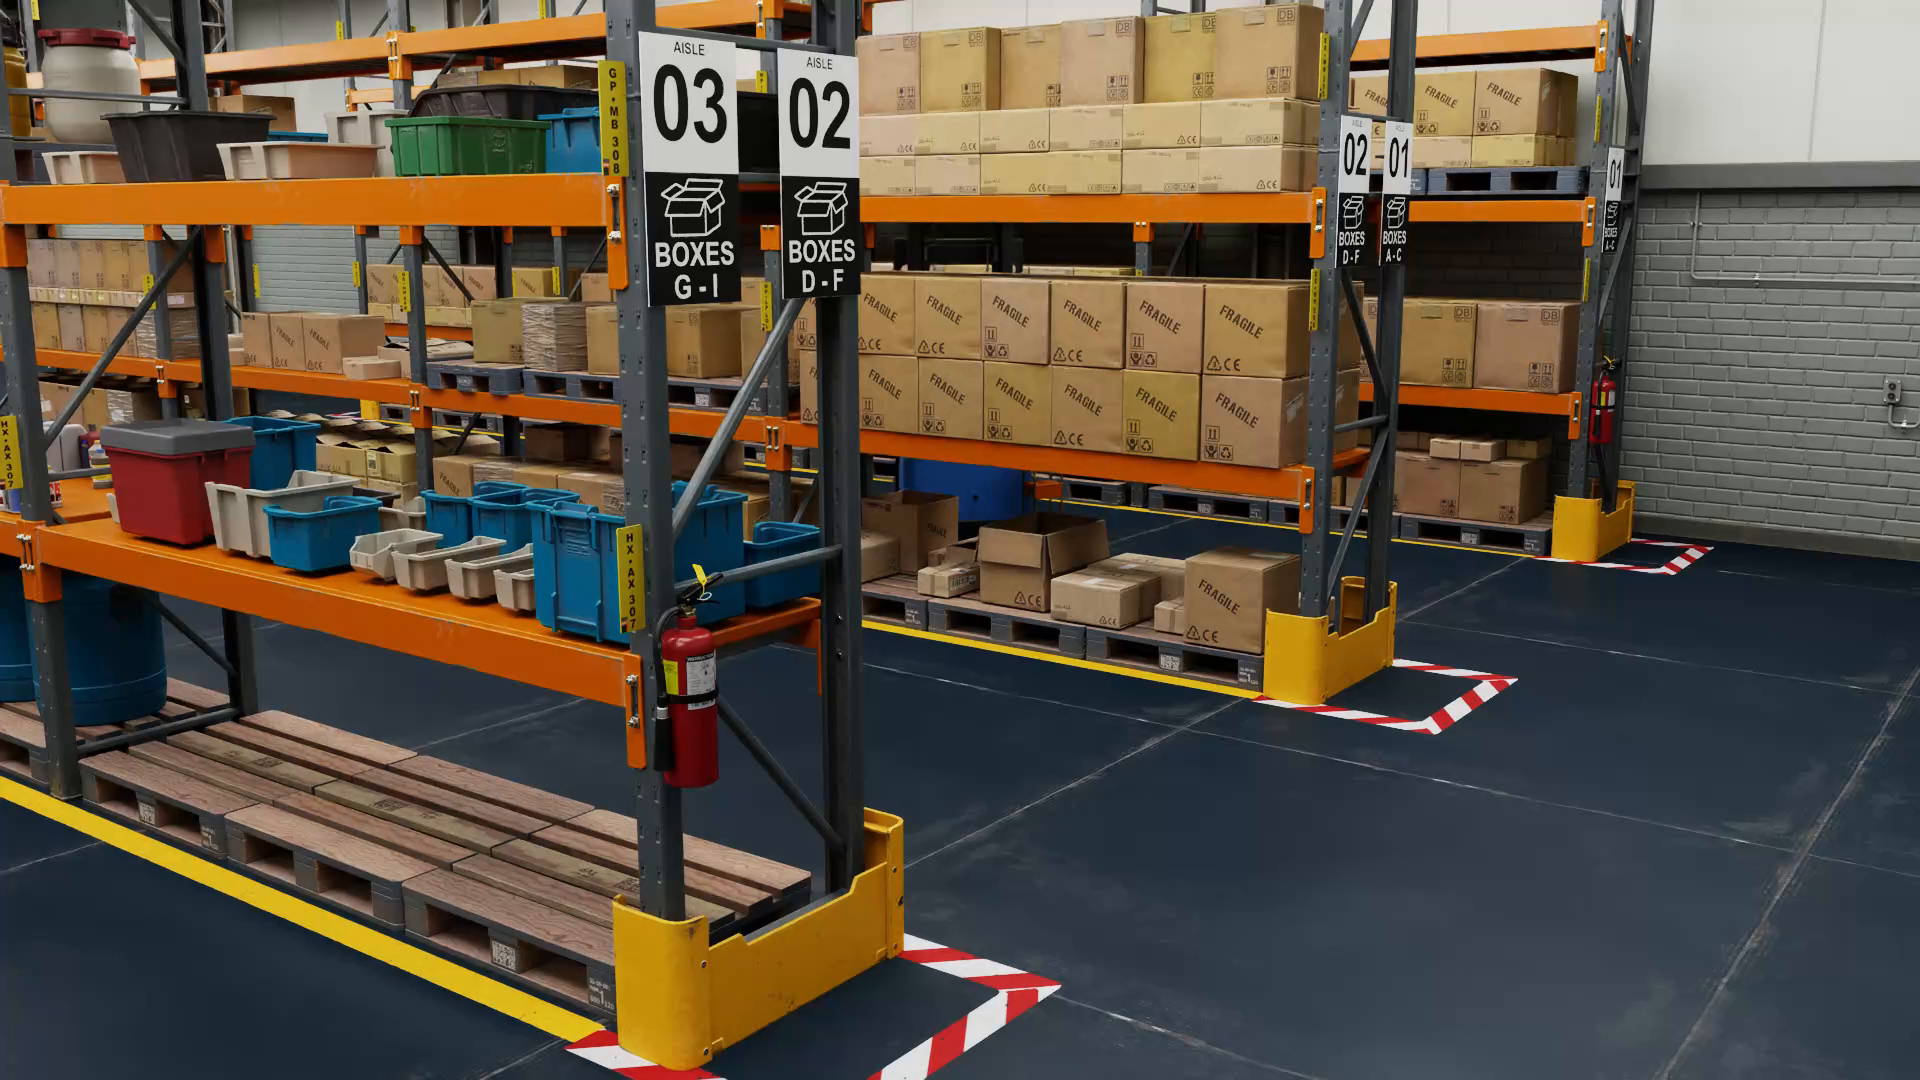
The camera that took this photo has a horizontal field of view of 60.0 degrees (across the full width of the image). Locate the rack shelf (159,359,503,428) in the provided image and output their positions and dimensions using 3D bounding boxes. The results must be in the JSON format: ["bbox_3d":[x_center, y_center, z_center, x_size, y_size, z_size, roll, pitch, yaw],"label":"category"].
[{"bbox_3d":[-5.818,-1.416,15.344,4.000,0.370,1.077,8,13,36],"label":"rack shelf"}]

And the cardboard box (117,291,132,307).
[{"bbox_3d":[-8.187,-2.416,16.651,0.250,0.149,0.380,7,13,34],"label":"cardboard box"}]

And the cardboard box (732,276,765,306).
[{"bbox_3d":[-2.128,-2.678,18.553,0.500,0.500,0.700,6,13,30],"label":"cardboard box"}]

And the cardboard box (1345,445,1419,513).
[{"bbox_3d":[3.739,-0.558,14.494,0.500,0.500,0.700,7,13,34],"label":"cardboard box"}]

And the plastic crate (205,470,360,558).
[{"bbox_3d":[-2.795,-0.108,6.844,0.530,0.282,0.437,8,13,36],"label":"plastic crate"}]

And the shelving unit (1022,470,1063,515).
[{"bbox_3d":[0.649,-0.353,13.091,0.252,1.050,0.215,-5,12,-25],"label":"shelving unit"}]

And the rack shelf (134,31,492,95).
[{"bbox_3d":[-5.818,-4.165,14.812,4.000,0.370,1.077,8,13,36],"label":"rack shelf"}]

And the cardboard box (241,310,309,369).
[{"bbox_3d":[-6.396,-1.895,15.663,0.500,0.500,0.500,9,14,40],"label":"cardboard box"}]

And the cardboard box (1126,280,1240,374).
[{"bbox_3d":[1.313,-1.249,9.694,0.500,0.500,0.500,8,14,37],"label":"cardboard box"}]

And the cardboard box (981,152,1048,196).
[{"bbox_3d":[0.471,-2.232,10.167,0.500,0.250,0.500,8,13,36],"label":"cardboard box"}]

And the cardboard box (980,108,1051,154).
[{"bbox_3d":[0.466,-2.476,10.112,0.500,0.250,0.500,8,13,36],"label":"cardboard box"}]

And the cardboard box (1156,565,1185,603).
[{"bbox_3d":[1.569,0.329,10.515,0.500,0.250,0.500,8,13,36],"label":"cardboard box"}]

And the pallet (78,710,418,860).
[{"bbox_3d":[-3.301,1.109,7.740,1.213,0.211,1.003,8,13,36],"label":"pallet"}]

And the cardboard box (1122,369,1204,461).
[{"bbox_3d":[1.300,-0.760,9.799,0.500,0.500,0.500,8,14,36],"label":"cardboard box"}]

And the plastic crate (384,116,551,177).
[{"bbox_3d":[-1.657,-1.323,5.629,0.336,0.188,0.450,8,13,36],"label":"plastic crate"}]

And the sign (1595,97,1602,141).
[{"bbox_3d":[4.839,-3.190,12.604,0.005,0.325,0.100,8,13,36],"label":"sign"}]

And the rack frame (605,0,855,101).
[{"bbox_3d":[-0.693,-2.832,4.977,0.127,3.000,1.000,8,13,36],"label":"rack frame"}]

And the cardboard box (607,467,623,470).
[{"bbox_3d":[-2.470,-0.347,13.350,0.500,0.500,0.500,7,13,33],"label":"cardboard box"}]

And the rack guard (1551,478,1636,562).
[{"bbox_3d":[5.190,-0.173,13.610,0.348,0.500,1.175,8,13,36],"label":"rack guard"}]

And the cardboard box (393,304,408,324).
[{"bbox_3d":[-7.093,-2.979,21.872,0.500,0.250,0.500,7,13,34],"label":"cardboard box"}]

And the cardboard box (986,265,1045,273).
[{"bbox_3d":[0.602,-2.556,16.271,0.500,0.250,0.500,8,14,37],"label":"cardboard box"}]

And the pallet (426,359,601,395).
[{"bbox_3d":[-3.618,-1.384,13.794,1.003,0.211,1.213,8,13,36],"label":"pallet"}]

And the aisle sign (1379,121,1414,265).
[{"bbox_3d":[2.471,-1.958,9.410,0.004,0.787,0.394,8,13,36],"label":"aisle sign"}]

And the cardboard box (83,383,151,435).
[{"bbox_3d":[-8.735,-1.350,17.272,0.500,0.500,0.500,8,13,36],"label":"cardboard box"}]

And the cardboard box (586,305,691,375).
[{"bbox_3d":[-2.443,-1.539,12.718,0.500,0.500,0.700,4,12,21],"label":"cardboard box"}]

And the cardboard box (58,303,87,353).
[{"bbox_3d":[-9.036,-2.264,17.574,0.500,0.500,0.700,8,14,37],"label":"cardboard box"}]

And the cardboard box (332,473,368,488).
[{"bbox_3d":[-5.192,-0.479,14.744,0.500,0.250,0.500,8,13,35],"label":"cardboard box"}]

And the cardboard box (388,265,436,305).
[{"bbox_3d":[-7.126,-3.350,21.816,0.500,0.500,0.500,8,14,36],"label":"cardboard box"}]

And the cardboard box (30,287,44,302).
[{"bbox_3d":[-9.632,-2.618,17.695,0.250,0.149,0.380,7,13,34],"label":"cardboard box"}]

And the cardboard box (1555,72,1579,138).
[{"bbox_3d":[4.726,-3.545,13.611,0.500,0.500,0.500,7,13,33],"label":"cardboard box"}]

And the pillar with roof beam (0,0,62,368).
[{"bbox_3d":[-18.869,-6.891,25.960,0.548,9.000,9.100,8,13,36],"label":"pillar with roof beam"}]

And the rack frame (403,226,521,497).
[{"bbox_3d":[-4.206,-1.544,14.114,0.127,3.000,1.000,8,13,36],"label":"rack frame"}]

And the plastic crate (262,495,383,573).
[{"bbox_3d":[-2.500,-0.026,6.548,0.300,0.233,0.416,8,13,36],"label":"plastic crate"}]

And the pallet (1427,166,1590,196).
[{"bbox_3d":[4.567,-2.914,13.533,1.213,0.211,1.003,8,13,36],"label":"pallet"}]

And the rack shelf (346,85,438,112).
[{"bbox_3d":[-6.113,-5.568,21.021,4.000,0.370,1.077,8,13,36],"label":"rack shelf"}]

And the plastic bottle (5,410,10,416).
[{"bbox_3d":[-5.281,-0.593,9.329,0.185,0.351,0.144,8,13,36],"label":"plastic bottle"}]

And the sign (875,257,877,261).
[{"bbox_3d":[-0.951,-2.957,18.367,0.005,0.325,0.100,8,13,36],"label":"sign"}]

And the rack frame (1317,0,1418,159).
[{"bbox_3d":[2.242,-3.590,8.895,0.127,3.000,1.000,8,13,36],"label":"rack frame"}]

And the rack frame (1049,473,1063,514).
[{"bbox_3d":[0.759,-0.363,13.143,0.008,1.050,0.200,-5,12,-25],"label":"rack frame"}]

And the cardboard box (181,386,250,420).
[{"bbox_3d":[-7.619,-1.318,17.106,0.500,0.500,0.500,8,13,36],"label":"cardboard box"}]

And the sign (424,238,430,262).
[{"bbox_3d":[-7.380,-4.009,22.972,0.005,0.325,0.100,8,13,36],"label":"sign"}]

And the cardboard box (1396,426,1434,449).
[{"bbox_3d":[3.951,-0.894,14.523,0.250,0.149,0.380,8,14,36],"label":"cardboard box"}]

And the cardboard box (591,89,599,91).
[{"bbox_3d":[-2.421,-3.089,12.569,0.600,0.600,0.600,7,13,33],"label":"cardboard box"}]

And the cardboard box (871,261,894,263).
[{"bbox_3d":[-0.758,-2.865,17.867,0.500,0.250,0.500,8,14,37],"label":"cardboard box"}]

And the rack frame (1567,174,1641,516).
[{"bbox_3d":[5.171,-1.403,13.387,0.127,3.000,1.000,8,13,36],"label":"rack frame"}]

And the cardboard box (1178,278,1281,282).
[{"bbox_3d":[1.615,-1.332,10.124,0.500,0.500,0.500,8,14,36],"label":"cardboard box"}]

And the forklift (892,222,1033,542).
[{"bbox_3d":[-0.030,-1.571,14.431,1.130,2.935,3.031,-1,11,-4],"label":"forklift"}]

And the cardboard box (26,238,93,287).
[{"bbox_3d":[-9.816,-3.011,18.017,0.500,0.500,0.700,8,13,34],"label":"cardboard box"}]

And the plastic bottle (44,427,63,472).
[{"bbox_3d":[-4.901,-0.467,8.872,0.135,0.276,0.152,8,13,36],"label":"plastic bottle"}]

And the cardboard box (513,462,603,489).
[{"bbox_3d":[-3.182,-0.323,13.223,0.500,0.500,0.500,8,13,35],"label":"cardboard box"}]

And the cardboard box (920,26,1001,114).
[{"bbox_3d":[0.158,-2.925,10.459,0.500,0.500,0.700,8,13,36],"label":"cardboard box"}]

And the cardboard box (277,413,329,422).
[{"bbox_3d":[-6.511,-1.066,16.300,0.500,0.311,0.500,8,14,37],"label":"cardboard box"}]

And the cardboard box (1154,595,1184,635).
[{"bbox_3d":[1.385,0.448,10.120,0.250,0.166,0.380,8,13,36],"label":"cardboard box"}]
